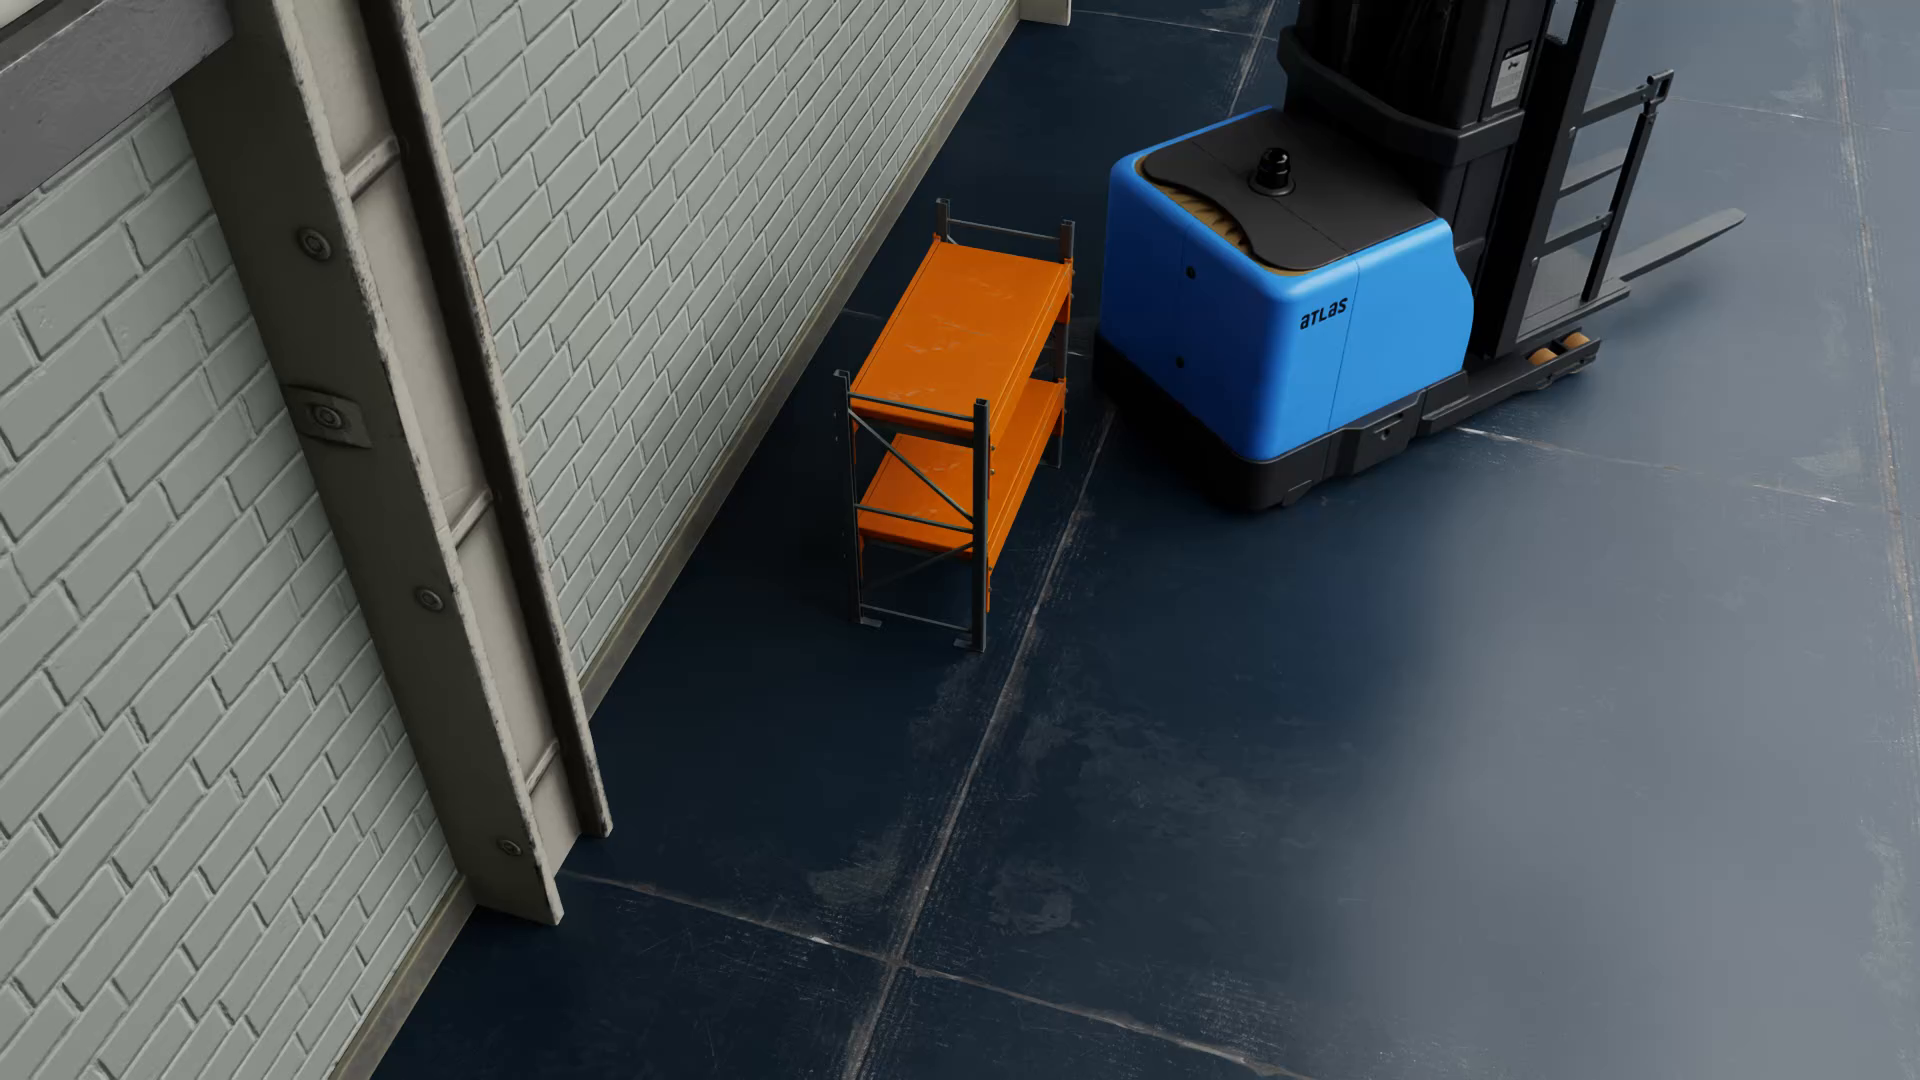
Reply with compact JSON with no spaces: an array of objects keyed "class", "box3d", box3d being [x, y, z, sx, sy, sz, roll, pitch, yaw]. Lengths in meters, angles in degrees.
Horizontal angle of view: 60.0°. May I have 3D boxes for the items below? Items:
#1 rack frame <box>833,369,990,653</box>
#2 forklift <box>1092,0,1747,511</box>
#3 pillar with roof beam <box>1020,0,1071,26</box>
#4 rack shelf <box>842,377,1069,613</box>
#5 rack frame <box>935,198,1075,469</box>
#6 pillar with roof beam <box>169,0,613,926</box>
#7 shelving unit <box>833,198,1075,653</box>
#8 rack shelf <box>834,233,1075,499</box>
[{"class":"rack frame","box3d":[-0.152,-0.068,5.515,0.500,1.125,0.032,13,46,13]},{"class":"forklift","box3d":[2.058,-1.960,6.157,3.031,2.935,1.130,-24,49,-23]},{"class":"pillar with roof beam","box3d":[4.607,-5.294,5.226,9.100,9.000,0.400,13,46,13]},{"class":"rack shelf","box3d":[0.002,-0.232,6.032,0.538,0.278,1.000,13,46,13]},{"class":"rack frame","box3d":[0.156,-0.745,6.207,0.500,1.125,0.032,13,46,13]},{"class":"pillar with roof beam","box3d":[2.790,-1.295,1.139,9.100,9.000,0.400,13,46,13]},{"class":"shelving unit","box3d":[0.002,-0.407,5.861,0.538,1.125,1.048,13,46,13]},{"class":"rack shelf","box3d":[0.002,-0.616,5.656,0.538,0.278,1.000,13,46,13]}]
